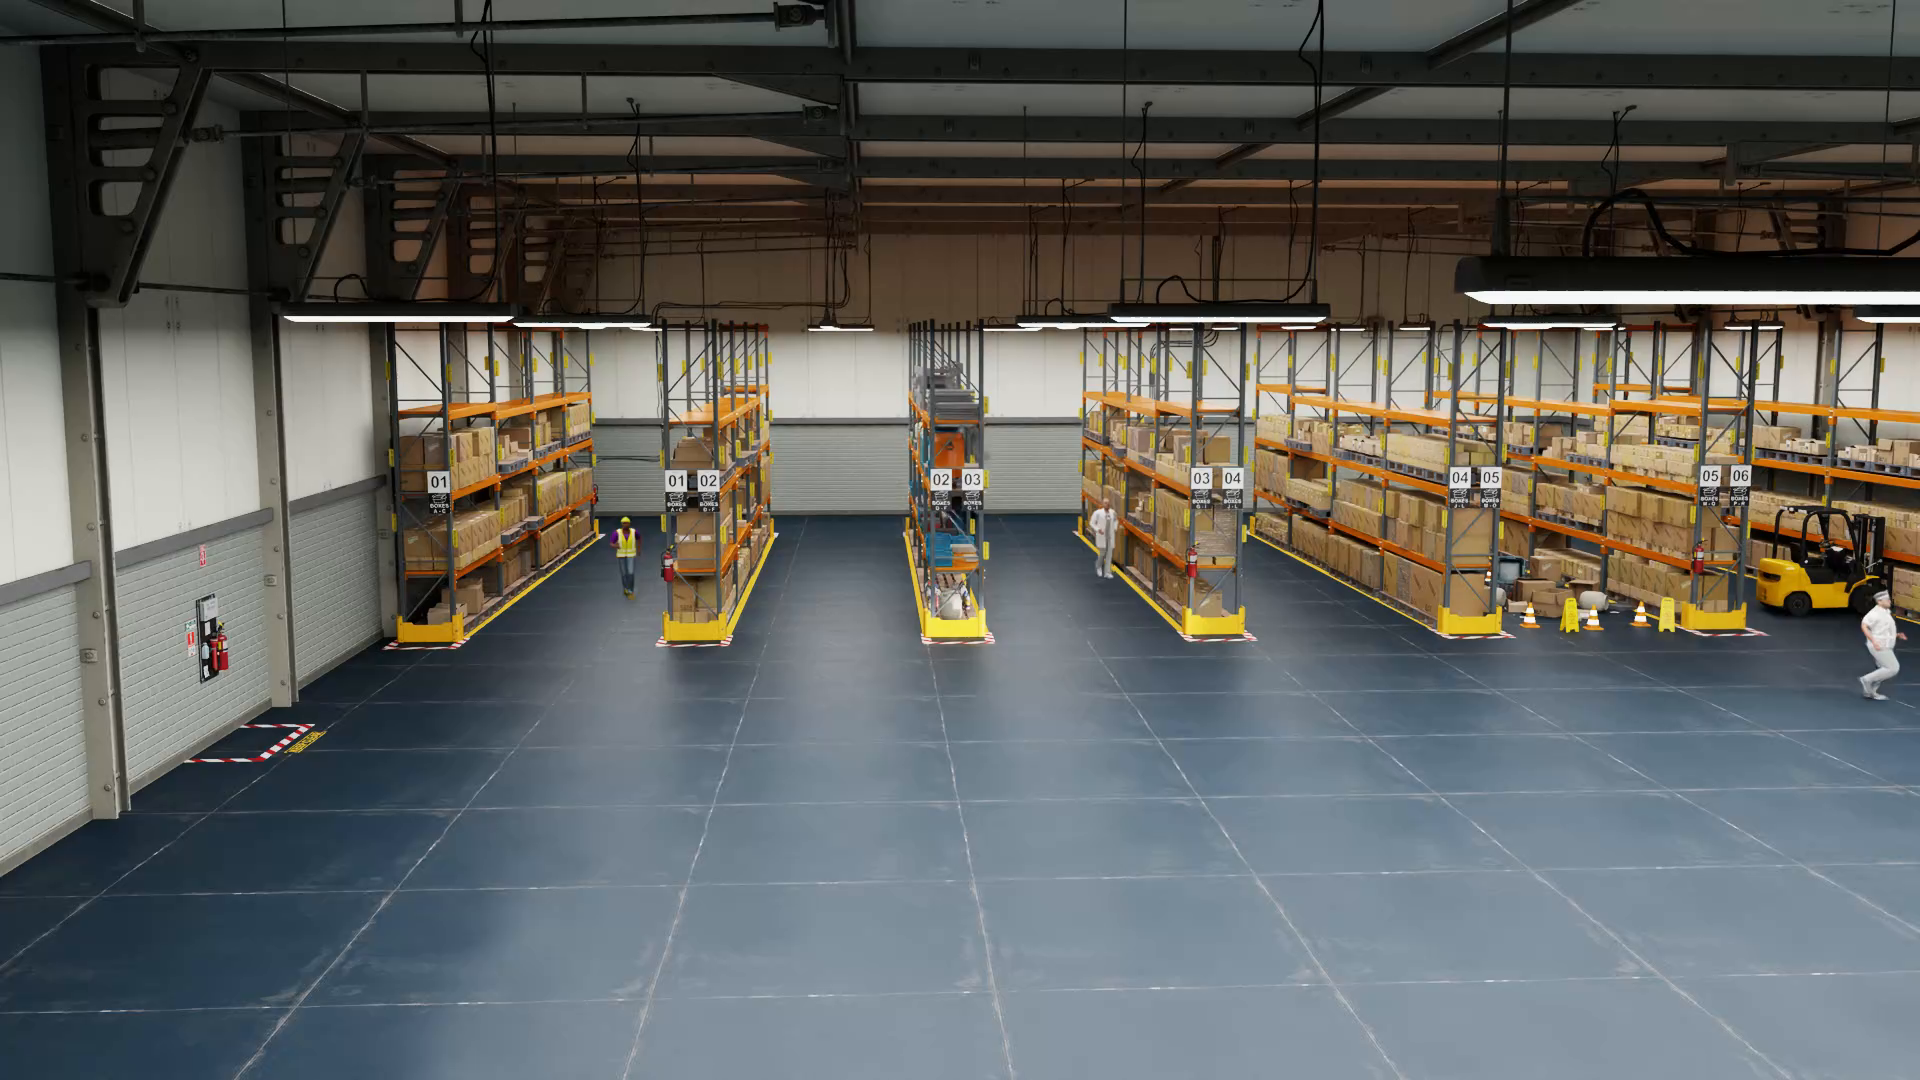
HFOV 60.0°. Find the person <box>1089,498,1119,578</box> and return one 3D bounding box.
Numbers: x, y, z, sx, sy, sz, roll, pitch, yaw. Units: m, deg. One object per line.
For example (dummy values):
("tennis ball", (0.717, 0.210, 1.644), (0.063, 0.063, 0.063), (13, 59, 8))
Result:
("person", (3.266, -0.042, 37.233), (0.720, 1.781, 0.845), (-2, 7, -15))

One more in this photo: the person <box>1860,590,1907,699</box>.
("person", (14.491, 1.649, 26.055), (0.587, 1.729, 0.665), (6, 9, 41))

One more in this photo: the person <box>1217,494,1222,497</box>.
("person", (7.291, -0.780, 45.496), (0.669, 1.714, 0.990), (0, 7, -3))

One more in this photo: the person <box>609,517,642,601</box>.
("person", (-7.267, 0.400, 36.142), (0.674, 1.827, 0.773), (-1, 7, -8))
